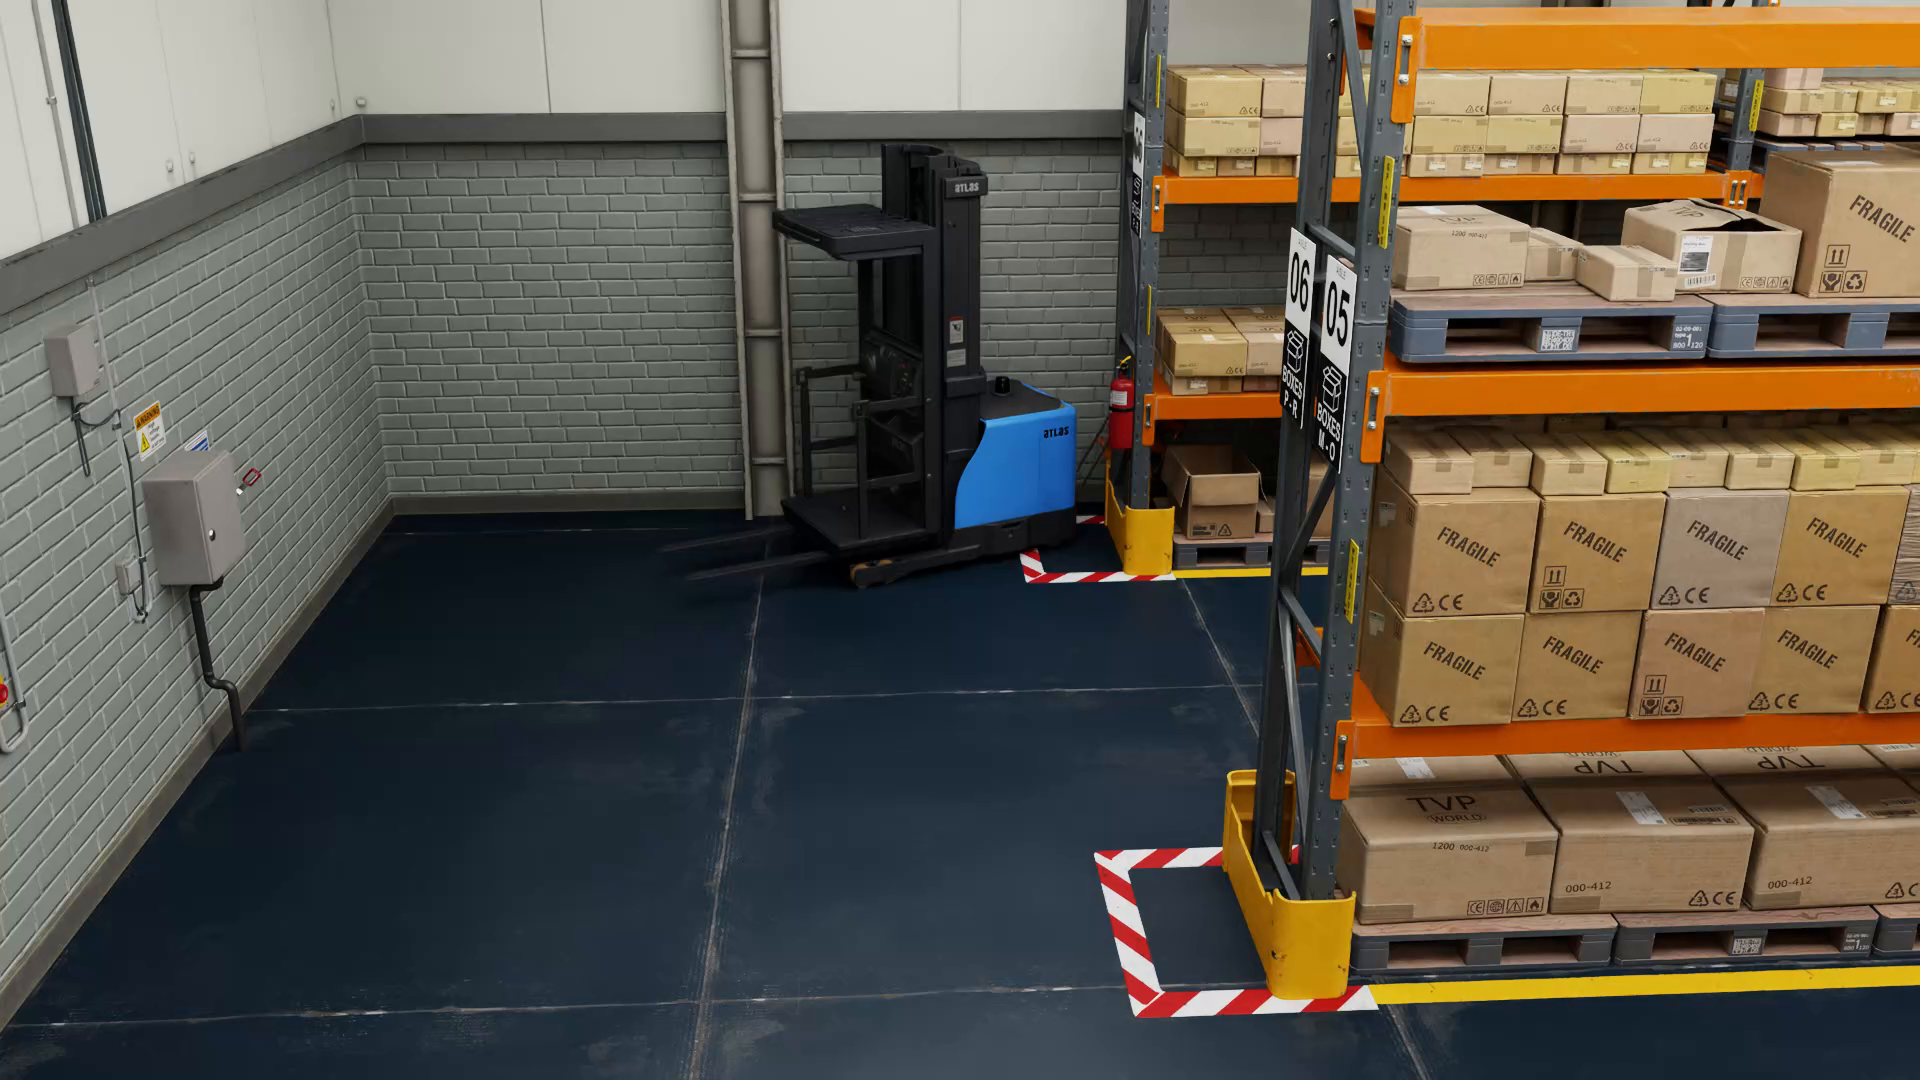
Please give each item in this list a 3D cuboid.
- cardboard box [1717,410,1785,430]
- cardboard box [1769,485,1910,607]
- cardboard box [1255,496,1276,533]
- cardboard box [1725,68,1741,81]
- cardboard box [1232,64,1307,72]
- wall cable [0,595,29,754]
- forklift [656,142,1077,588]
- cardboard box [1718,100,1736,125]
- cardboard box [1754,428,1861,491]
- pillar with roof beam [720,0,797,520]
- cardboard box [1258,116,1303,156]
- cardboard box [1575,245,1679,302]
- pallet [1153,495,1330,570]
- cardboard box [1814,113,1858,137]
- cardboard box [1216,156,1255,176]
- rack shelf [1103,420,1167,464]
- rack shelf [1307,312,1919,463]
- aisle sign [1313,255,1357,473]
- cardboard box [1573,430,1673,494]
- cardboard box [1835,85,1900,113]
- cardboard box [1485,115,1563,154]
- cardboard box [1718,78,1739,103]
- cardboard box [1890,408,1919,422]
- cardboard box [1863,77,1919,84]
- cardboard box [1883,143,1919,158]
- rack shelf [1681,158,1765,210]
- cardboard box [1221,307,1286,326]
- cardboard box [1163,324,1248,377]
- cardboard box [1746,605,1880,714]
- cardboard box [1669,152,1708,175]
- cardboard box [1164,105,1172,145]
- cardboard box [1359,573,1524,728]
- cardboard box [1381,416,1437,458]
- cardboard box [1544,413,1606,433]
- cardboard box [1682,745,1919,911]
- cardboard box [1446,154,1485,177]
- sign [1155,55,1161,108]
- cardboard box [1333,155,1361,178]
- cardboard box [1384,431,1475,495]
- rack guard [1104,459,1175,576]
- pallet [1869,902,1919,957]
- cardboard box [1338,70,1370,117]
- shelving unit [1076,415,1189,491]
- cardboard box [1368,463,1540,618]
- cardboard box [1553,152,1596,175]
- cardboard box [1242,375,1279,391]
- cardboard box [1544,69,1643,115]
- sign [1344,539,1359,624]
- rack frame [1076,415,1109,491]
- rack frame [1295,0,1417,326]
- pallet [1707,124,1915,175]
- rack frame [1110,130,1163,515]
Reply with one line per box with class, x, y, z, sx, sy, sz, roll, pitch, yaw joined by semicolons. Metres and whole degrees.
cardboard box;3.418;-0.530;7.339;0.250;0.149;0.380;0;21;-1
cardboard box;3.560;-0.049;6.989;0.500;0.500;0.500;-1;21;-3
cardboard box;2.293;-0.191;12.322;0.250;0.149;0.380;-2;21;-5
cardboard box;5.546;-3.325;11.545;0.258;0.266;0.396;-1;21;-4
cardboard box;2.198;-3.176;11.622;0.500;0.250;0.500;-2;21;-5
wall cable;-4.091;0.043;6.819;0.123;1.953;0.585;-1;21;-3
forklift;-0.672;-1.244;11.768;3.031;2.935;1.130;-11;23;-26
cardboard box;5.543;-2.993;11.672;0.250;0.149;0.380;-1;21;-3
cardboard box;3.458;-0.333;6.821;0.250;0.149;0.380;-2;21;-4
pillar with roof beam;-1.247;-2.893;7.572;0.400;9.000;9.100;-1;21;-3
cardboard box;2.215;-2.753;11.214;0.500;0.250;0.500;-1;21;-2
cardboard box;2.637;-1.058;6.590;0.250;0.149;0.380;0;21;-1
pallet;2.122;-0.068;12.503;1.213;0.211;1.003;-1;21;-3
cardboard box;5.825;-2.819;11.217;0.250;0.149;0.380;-1;21;-2
cardboard box;1.842;-2.576;11.309;0.250;0.149;0.380;-1;21;-2
rack shelf;1.376;-0.795;13.009;0.480;0.148;0.258;21;22;-23
rack shelf;3.534;-0.696;7.029;4.000;0.370;1.077;-1;21;-3
aisle sign;1.482;-0.700;6.591;0.004;0.787;0.394;-1;21;-3
cardboard box;2.693;-0.323;6.796;0.250;0.149;0.380;-2;21;-5
cardboard box;6.085;-2.972;11.200;0.250;0.149;0.380;-2;21;-4
cardboard box;3.746;-2.786;11.299;0.500;0.250;0.500;-1;21;-2
cardboard box;5.537;-3.148;11.663;0.250;0.149;0.380;-1;21;-4
cardboard box;4.175;-0.565;7.431;0.250;0.149;0.380;-2;21;-5
cardboard box;6.566;-3.168;11.714;0.250;0.149;0.380;-2;21;-5
cardboard box;4.186;-1.325;6.795;0.637;0.503;0.797;0;21;1
rack shelf;7.241;-2.541;11.874;4.000;0.370;1.077;-1;21;-3
cardboard box;2.209;-1.536;12.232;0.500;0.250;0.500;-1;21;-3
cardboard box;1.719;-1.336;11.706;0.500;0.250;0.500;-1;21;-3
cardboard box;3.545;0.415;7.174;0.500;0.500;0.500;0;21;-1
cardboard box;4.902;-2.607;11.389;0.250;0.149;0.380;-1;21;-3
cardboard box;1.679;-2.930;11.677;0.500;0.250;0.500;-2;21;-4
cardboard box;2.033;0.456;7.068;0.500;0.500;0.500;-1;21;-3
cardboard box;1.884;-0.486;7.223;0.250;0.149;0.380;-1;21;-2
cardboard box;2.643;-0.525;7.326;0.250;0.149;0.380;-1;21;-2
cardboard box;4.004;1.323;7.941;0.875;0.438;0.875;-2;21;-5
cardboard box;3.367;-2.565;11.279;0.250;0.149;0.380;-1;21;-2
sign;1.282;-2.971;10.764;0.005;0.325;0.100;-1;21;-3
cardboard box;2.615;-2.552;11.245;0.250;0.149;0.380;-1;21;-3
cardboard box;1.908;-0.316;6.778;0.250;0.149;0.380;-1;21;-2
rack guard;1.326;-0.186;12.408;0.348;0.500;1.175;-1;21;-3
pallet;4.767;1.620;8.070;1.213;0.211;1.003;-1;21;-3
cardboard box;2.717;-2.996;11.149;0.500;0.250;0.500;-1;21;-4
shelving unit;1.407;-0.849;12.986;0.503;1.200;0.258;21;22;-23
cardboard box;2.033;-0.013;6.892;0.500;0.500;0.500;-2;21;-4
cardboard box;4.143;-2.597;11.364;0.250;0.149;0.380;-1;21;-3
cardboard box;2.106;-1.184;11.869;0.250;0.149;0.380;-1;21;-4
cardboard box;4.248;-3.030;11.237;0.500;0.250;0.500;-1;21;-4
sign;1.563;0.166;6.642;0.005;0.325;0.100;-1;21;-3
rack frame;1.197;-0.930;12.892;0.015;1.200;0.240;21;22;-23
rack frame;1.538;-2.394;6.261;0.127;3.000;1.000;-1;21;-3
pallet;5.899;-2.737;11.642;1.003;0.211;1.213;-1;21;-3
rack frame;1.250;-1.353;11.959;0.127;3.000;1.000;-1;21;-3
